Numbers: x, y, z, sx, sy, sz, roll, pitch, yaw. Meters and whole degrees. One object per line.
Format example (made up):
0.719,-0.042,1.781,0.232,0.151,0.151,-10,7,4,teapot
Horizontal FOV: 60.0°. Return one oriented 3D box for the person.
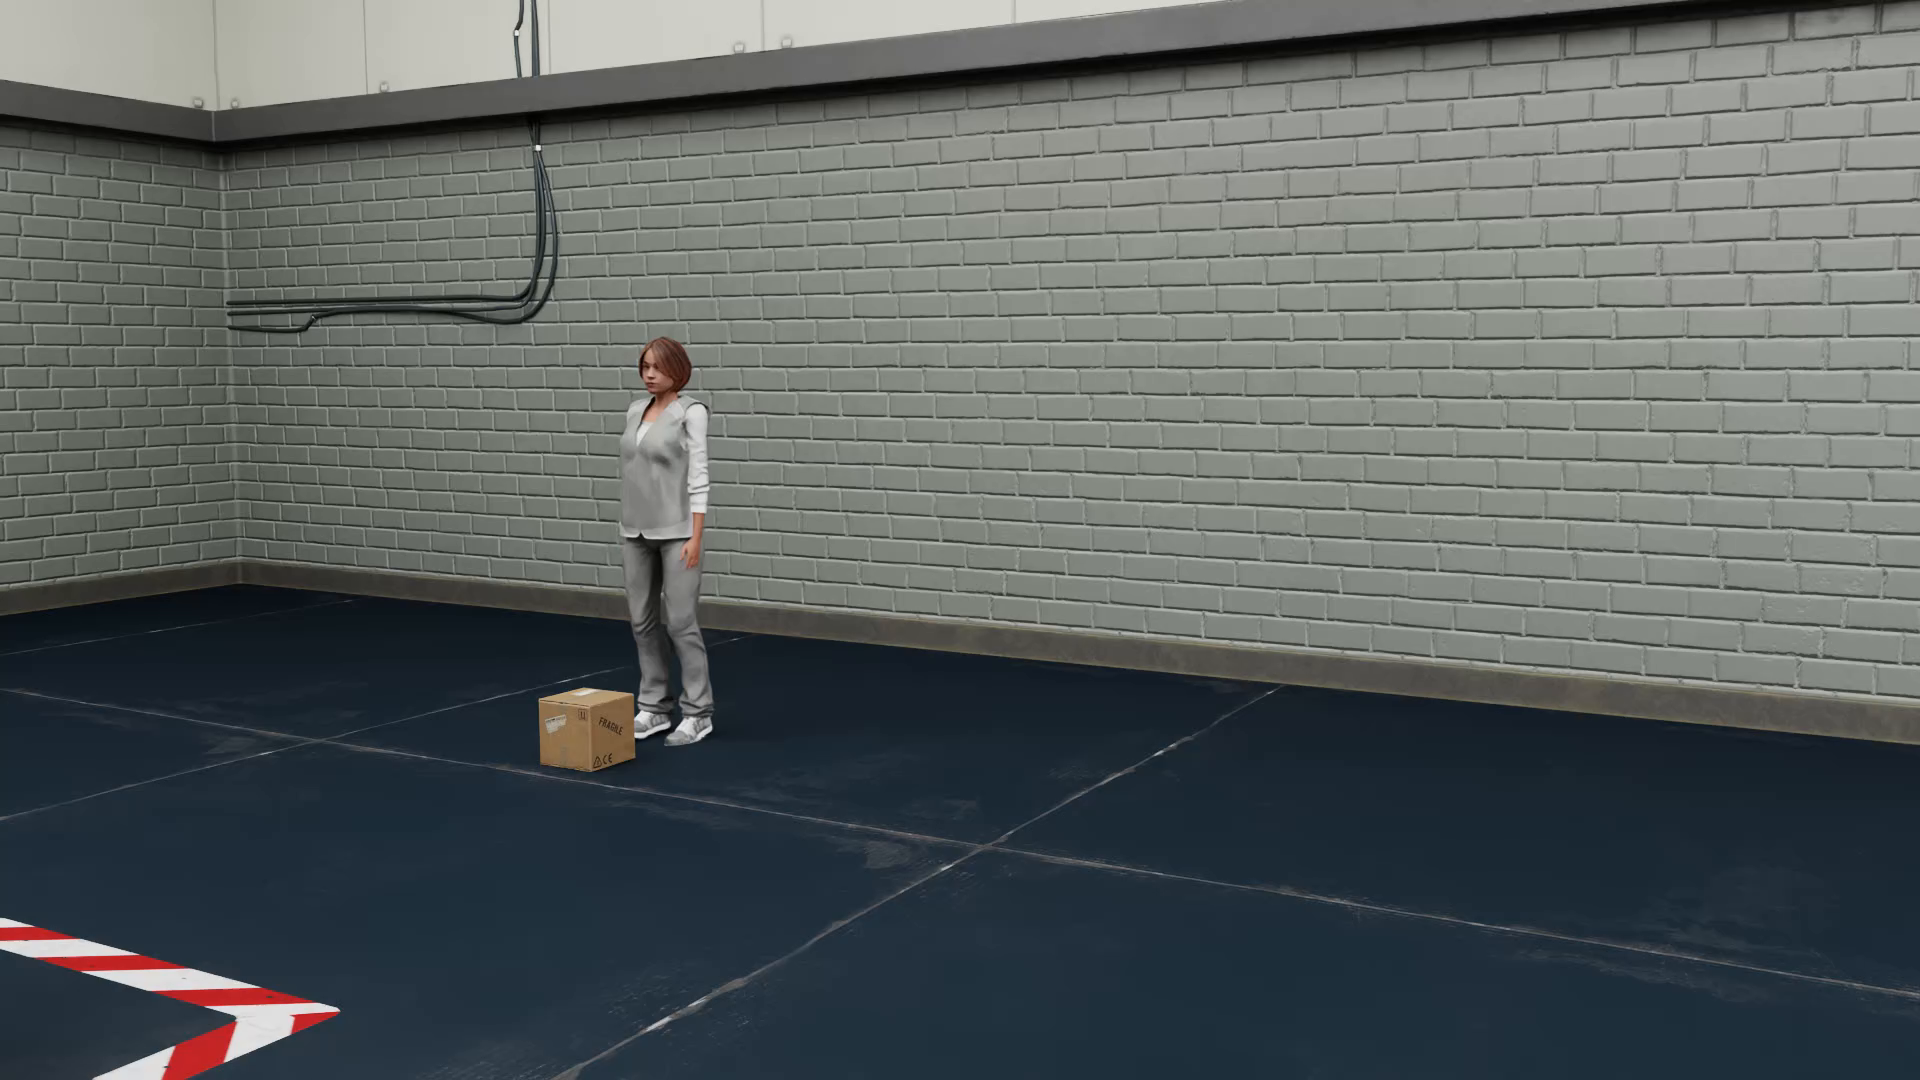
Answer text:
-1.164,0.013,6.580,0.407,1.609,0.308,4,7,30,person
